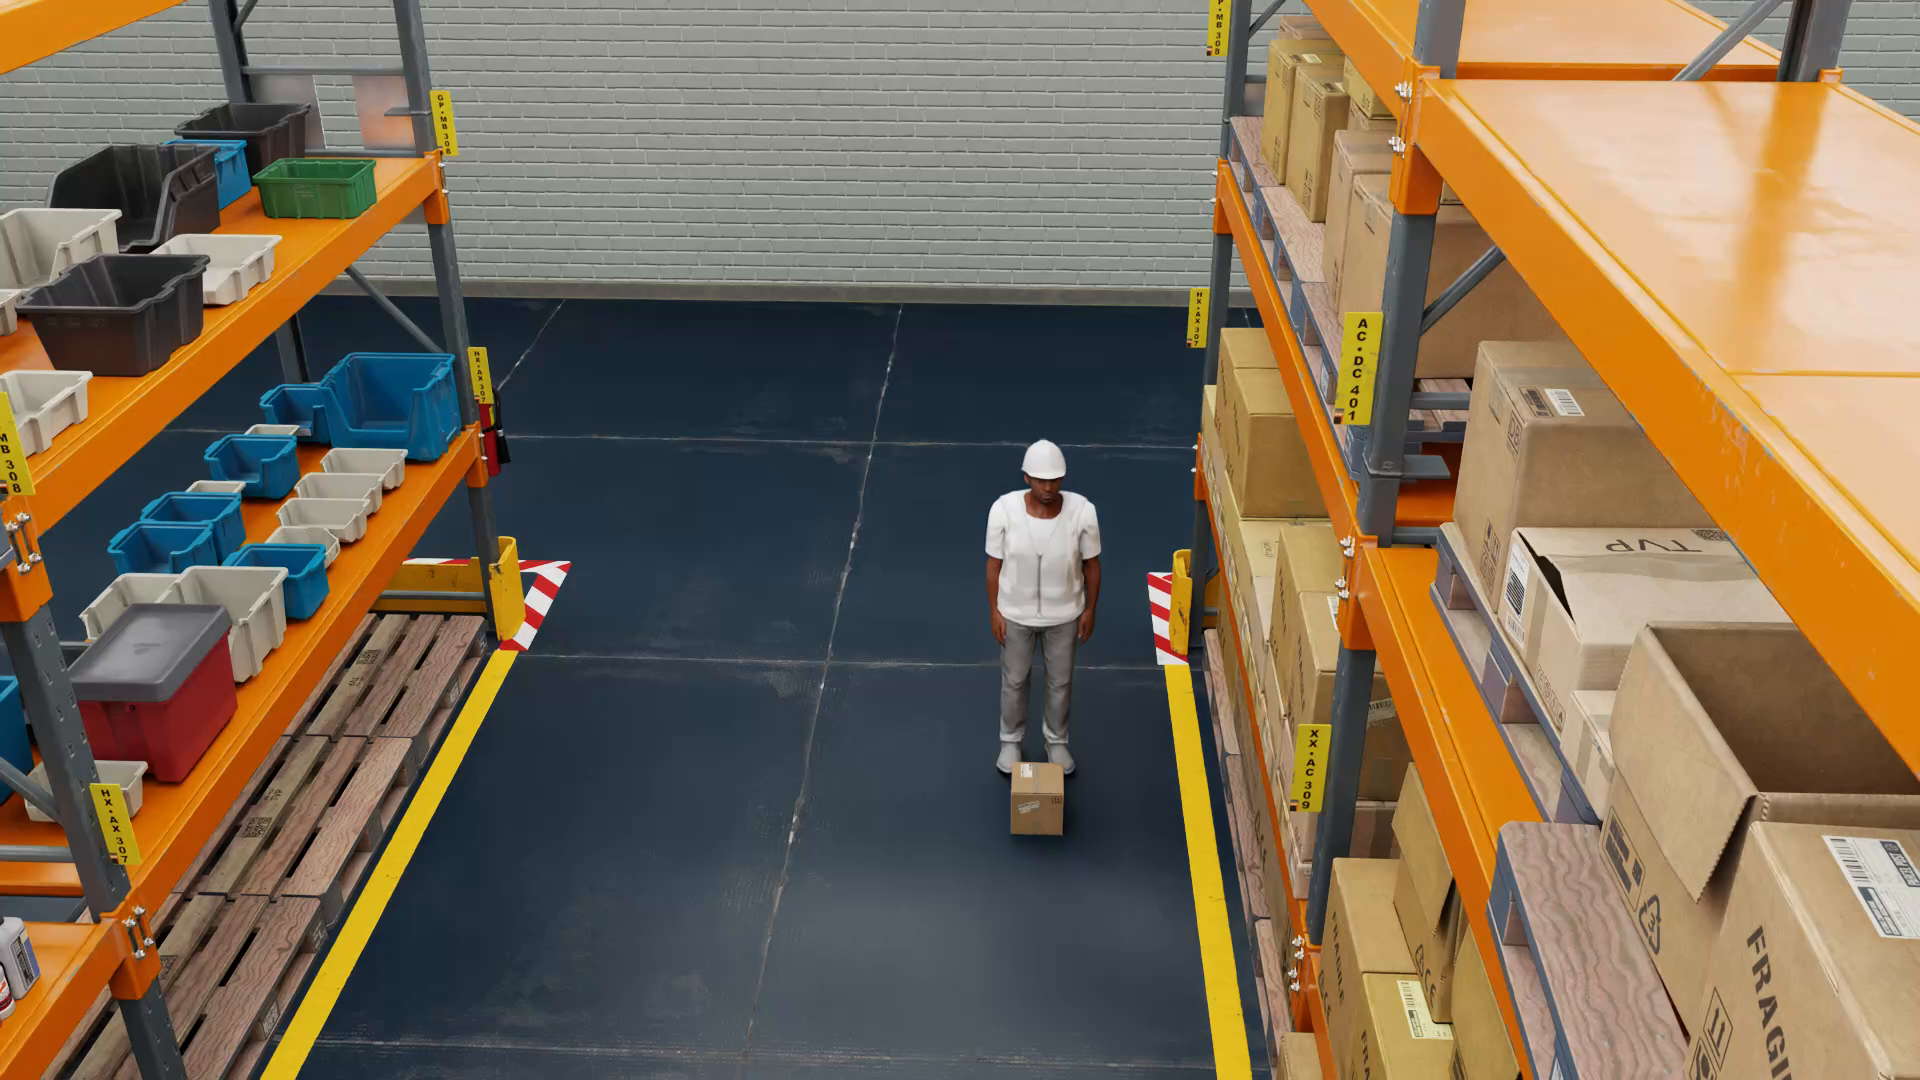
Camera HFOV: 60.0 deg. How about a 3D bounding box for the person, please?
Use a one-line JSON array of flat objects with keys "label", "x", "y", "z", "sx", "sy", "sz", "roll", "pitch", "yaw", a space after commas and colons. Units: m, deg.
[{"label": "person", "x": 0.403, "y": 0.348, "z": 8.158, "sx": 0.562, "sy": 1.767, "sz": 0.359, "roll": 2, "pitch": 28, "yaw": 3}]
